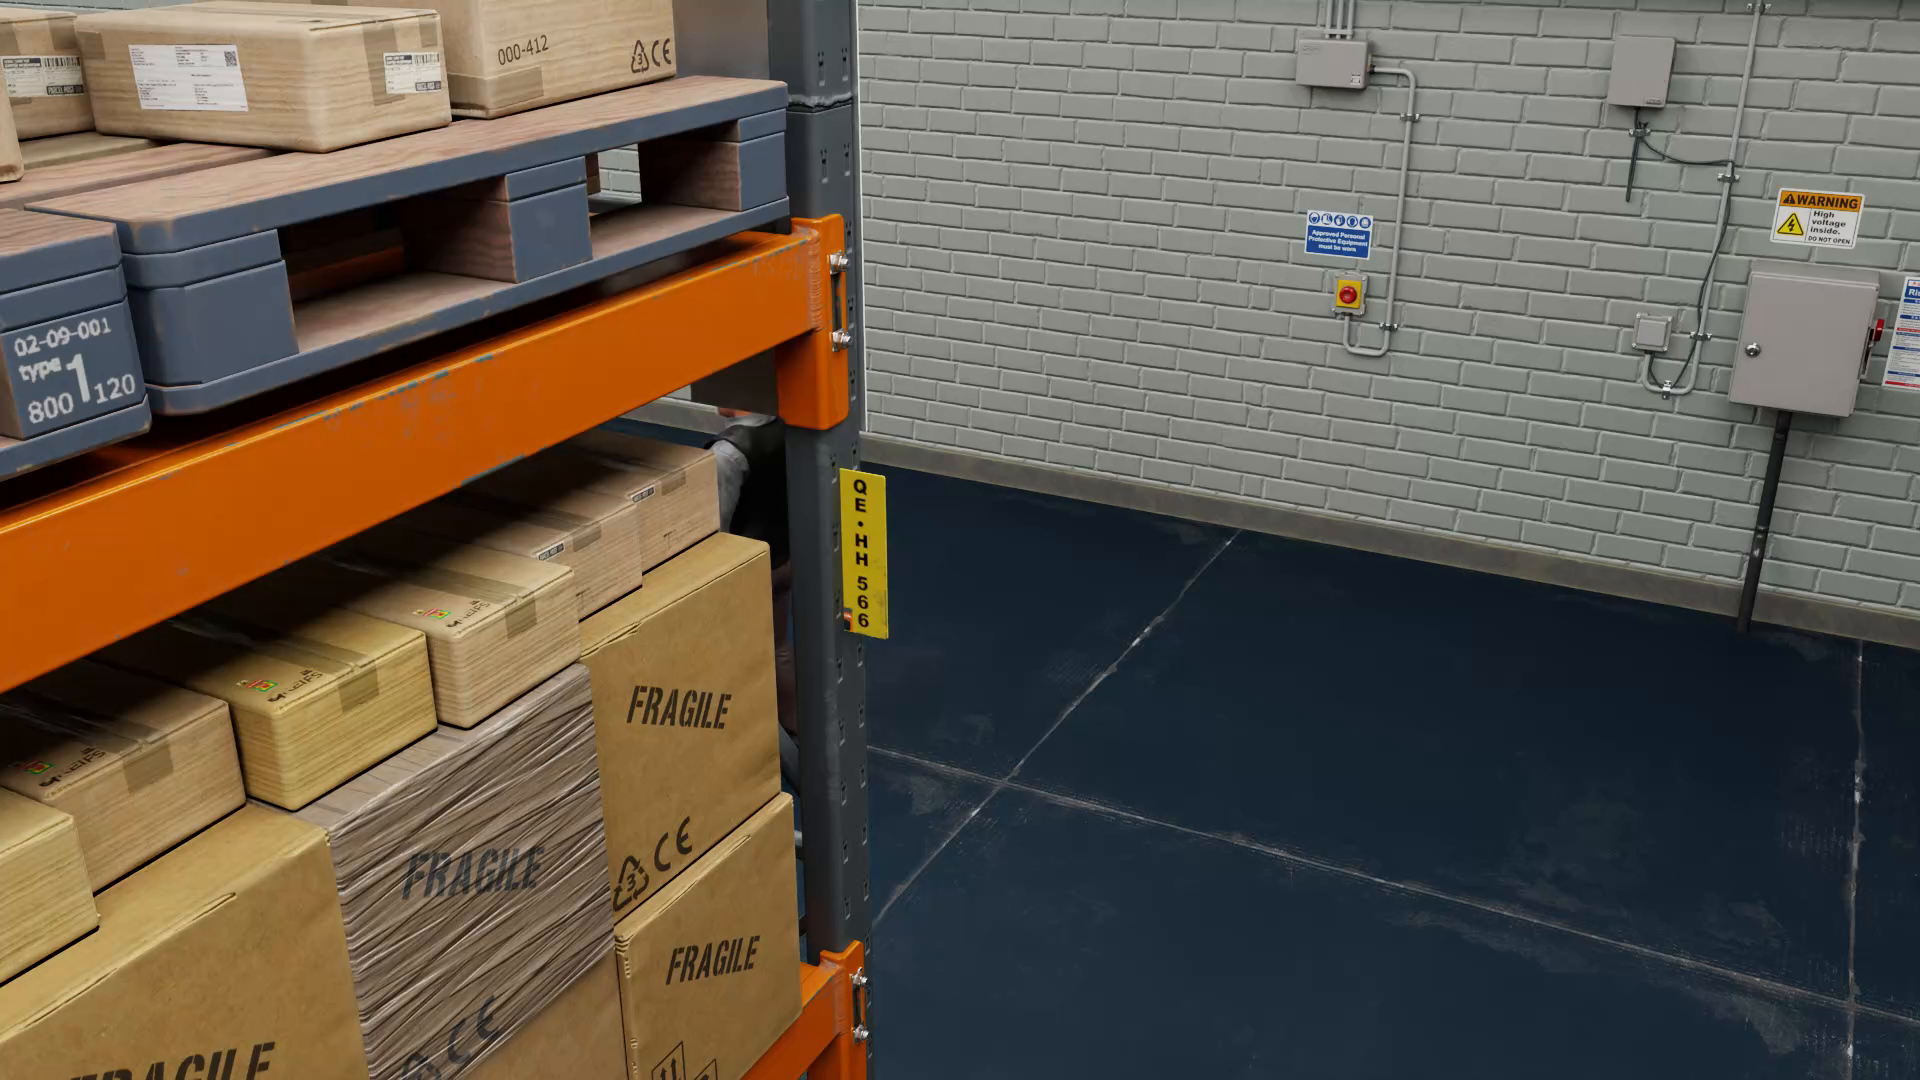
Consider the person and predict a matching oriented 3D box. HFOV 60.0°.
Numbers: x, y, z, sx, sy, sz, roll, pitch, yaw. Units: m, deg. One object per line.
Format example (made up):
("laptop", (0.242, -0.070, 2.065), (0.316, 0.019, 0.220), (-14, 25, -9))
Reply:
("person", (-0.820, 0.113, 6.371), (0.353, 1.718, 0.533), (12, 25, 26))
